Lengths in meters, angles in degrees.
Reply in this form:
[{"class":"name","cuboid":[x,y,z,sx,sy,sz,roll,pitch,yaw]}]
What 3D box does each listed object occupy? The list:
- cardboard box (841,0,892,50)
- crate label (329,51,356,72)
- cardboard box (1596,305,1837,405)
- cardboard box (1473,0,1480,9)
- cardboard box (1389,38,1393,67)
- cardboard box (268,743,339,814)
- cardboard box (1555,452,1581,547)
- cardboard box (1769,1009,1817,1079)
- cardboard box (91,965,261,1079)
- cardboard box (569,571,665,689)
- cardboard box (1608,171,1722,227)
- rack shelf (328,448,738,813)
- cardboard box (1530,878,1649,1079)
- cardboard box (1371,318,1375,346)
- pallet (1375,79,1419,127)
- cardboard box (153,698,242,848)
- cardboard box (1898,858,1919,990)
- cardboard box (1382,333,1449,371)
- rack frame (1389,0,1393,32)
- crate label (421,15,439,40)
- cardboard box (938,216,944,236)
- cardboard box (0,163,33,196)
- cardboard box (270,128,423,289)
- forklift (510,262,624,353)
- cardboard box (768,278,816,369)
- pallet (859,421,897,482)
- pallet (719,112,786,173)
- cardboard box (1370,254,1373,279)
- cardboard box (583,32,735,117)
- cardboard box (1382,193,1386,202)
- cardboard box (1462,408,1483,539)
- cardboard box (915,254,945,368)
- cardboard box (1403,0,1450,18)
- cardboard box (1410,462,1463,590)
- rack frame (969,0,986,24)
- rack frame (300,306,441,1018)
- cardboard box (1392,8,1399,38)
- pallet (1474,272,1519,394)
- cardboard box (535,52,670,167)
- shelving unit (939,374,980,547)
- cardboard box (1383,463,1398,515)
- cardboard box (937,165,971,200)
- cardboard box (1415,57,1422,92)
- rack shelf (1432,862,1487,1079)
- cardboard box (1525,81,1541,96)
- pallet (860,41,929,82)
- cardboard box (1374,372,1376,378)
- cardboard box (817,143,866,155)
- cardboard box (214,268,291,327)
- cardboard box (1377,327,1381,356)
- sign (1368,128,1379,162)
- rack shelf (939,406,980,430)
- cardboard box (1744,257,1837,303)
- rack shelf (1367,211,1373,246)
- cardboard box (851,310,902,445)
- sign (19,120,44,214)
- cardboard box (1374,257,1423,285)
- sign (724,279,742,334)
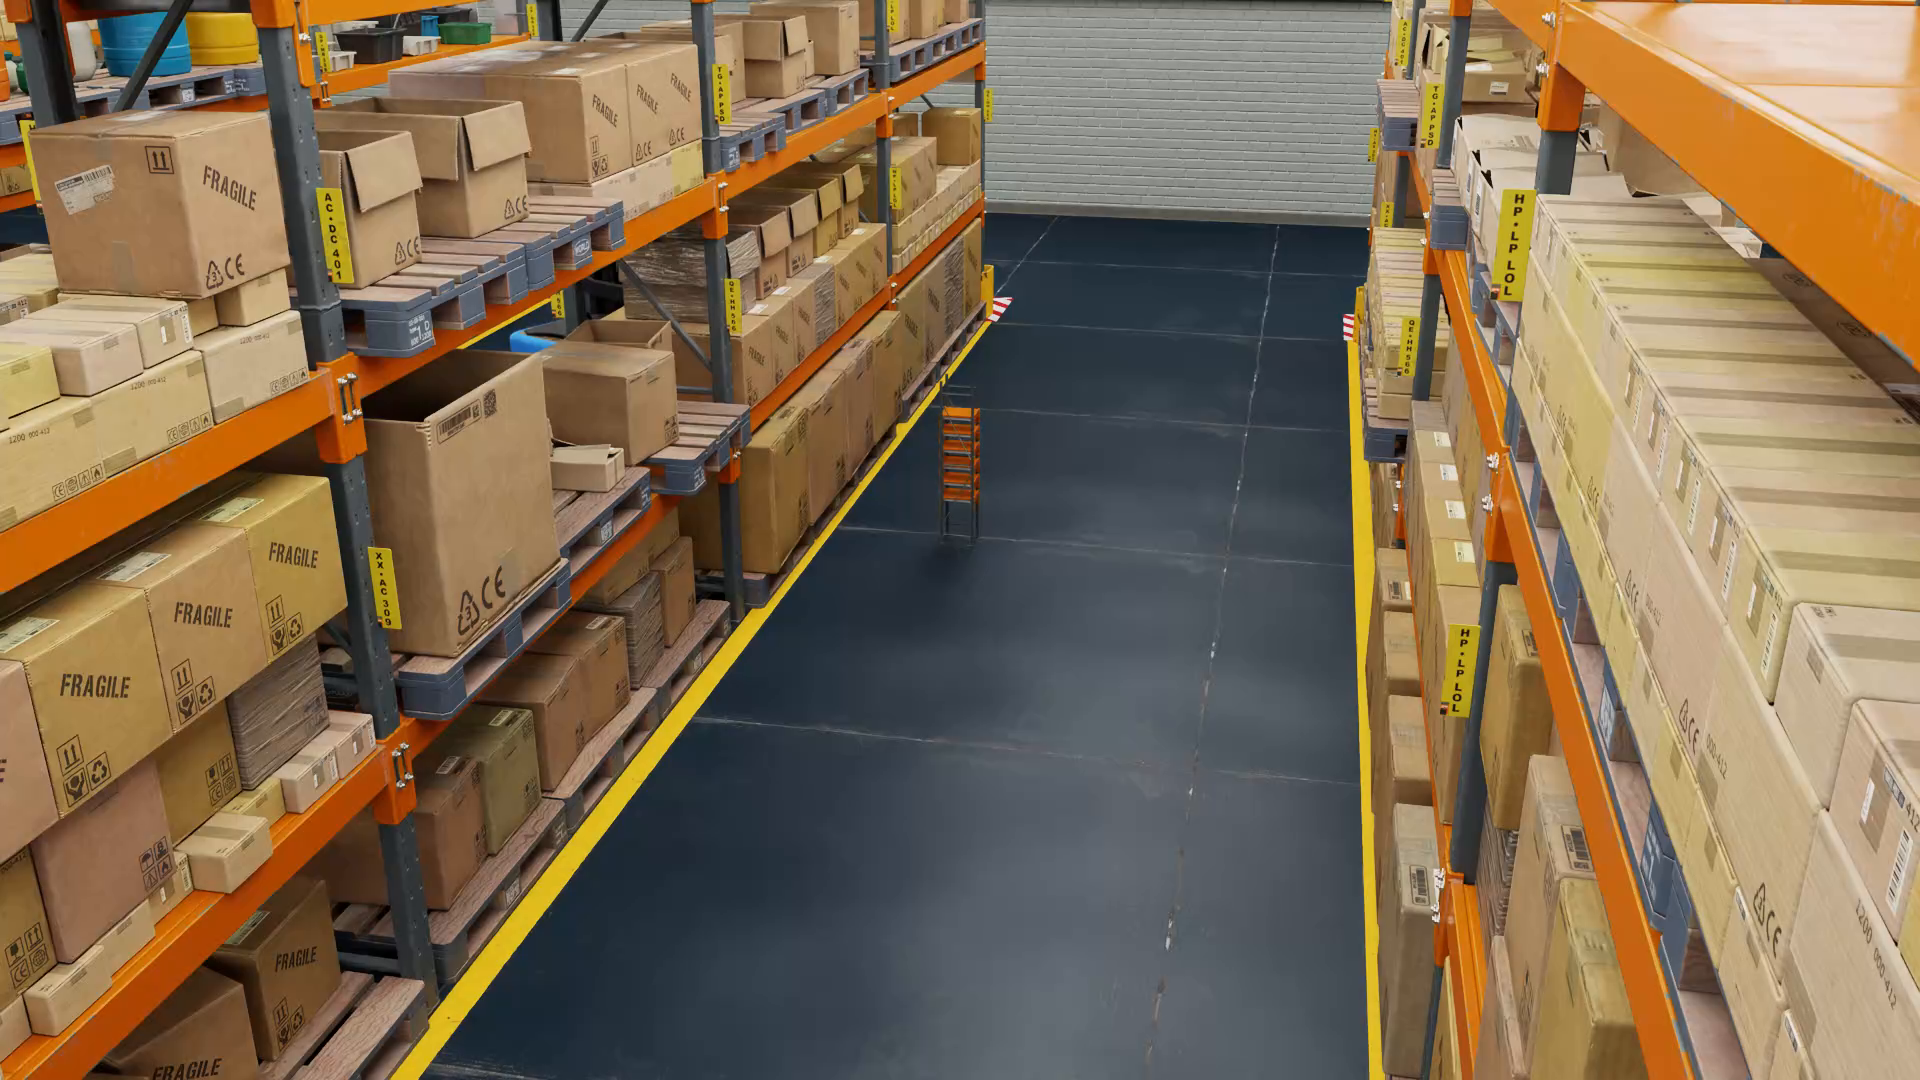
[{"class":"cardboard box","cuboid":[-0.958,-4.351,13.797,0.700,0.500,0.500,3,22,8]},{"class":"crate label","cuboid":[-5.524,-4.185,14.567,0.293,0.136,0.466,4,22,11]},{"class":"cardboard box","cuboid":[1.479,-0.354,3.274,0.380,0.149,0.250,4,22,11]},{"class":"cardboard box","cuboid":[4.429,-4.367,13.663,0.380,0.149,0.250,4,22,9]},{"class":"cardboard box","cuboid":[4.139,-4.414,14.984,0.500,0.250,0.500,5,23,13]},{"class":"cardboard box","cuboid":[-2.507,0.853,6.057,0.380,0.149,0.250,4,22,11]},{"class":"cardboard box","cuboid":[1.531,-0.077,3.655,0.380,0.149,0.250,4,22,10]},{"class":"cardboard box","cuboid":[1.116,0.667,1.808,0.380,0.149,0.250,5,22,11]},{"class":"cardboard box","cuboid":[-2.921,1.863,5.998,0.500,0.500,0.500,12,25,28]},{"class":"cardboard box","cuboid":[-2.092,0.487,9.385,0.700,0.500,0.500,3,22,6]},{"class":"cardboard box","cuboid":[2.733,-1.279,6.482,0.396,0.266,0.258,4,22,11]},{"class":"rack shelf","cuboid":[-2.283,0.147,8.437,1.077,0.370,4.000,4,22,11]},{"class":"cardboard box","cuboid":[1.692,1.113,3.429,0.875,0.550,0.500,4,22,11]},{"class":"cardboard box","cuboid":[2.930,-1.366,11.003,0.380,0.149,0.250,3,22,8]},{"class":"pallet","cuboid":[3.546,-3.053,11.655,1.213,0.211,1.003,4,22,11]},{"class":"cardboard box","cuboid":[-2.980,0.700,5.568,0.875,0.500,0.500,4,22,11]},{"class":"cardboard box","cuboid":[1.064,0.388,1.434,0.380,0.149,0.250,5,22,11]},{"class":"cardboard box","cuboid":[2.612,-1.072,9.477,0.380,0.149,0.250,4,22,9]},{"class":"rack frame","cuboid":[4.593,-6.212,15.232,1.000,3.000,0.127,4,22,11]},{"class":"crate label","cuboid":[-5.596,-5.231,17.012,0.408,0.251,0.502,4,22,11]},{"class":"cardboard box","cuboid":[-0.356,-2.918,15.419,0.380,0.149,0.250,4,22,9]},{"class":"cardboard box","cuboid":[-10.077,-3.906,17.403,0.500,0.500,0.500,4,22,10]},{"class":"cardboard box","cuboid":[-2.498,-1.254,6.236,0.797,0.503,0.637,3,22,8]},{"class":"forklift","cuboid":[-2.250,-2.316,13.682,1.130,2.935,3.031,16,27,34]},{"class":"cardboard box","cuboid":[-1.305,-1.498,11.424,0.500,0.500,0.500,4,22,10]},{"class":"pallet","cuboid":[-1.142,-0.800,13.557,1.003,0.211,1.213,4,22,11]},{"class":"pallet","cuboid":[-1.795,-2.462,10.188,1.213,0.211,1.003,6,23,13]},{"class":"cardboard box","cuboid":[3.195,-1.978,12.127,0.380,0.149,0.250,4,22,10]},{"class":"cardboard box","cuboid":[-1.821,-2.781,10.028,0.797,0.503,0.637,6,23,14]},{"class":"cardboard box","cuboid":[3.706,-2.539,13.610,0.500,0.500,0.500,4,22,9]},{"class":"cardboard box","cuboid":[2.551,-0.290,7.087,0.700,0.500,0.500,4,22,10]},{"class":"cardboard box","cuboid":[-0.662,-2.155,15.471,0.875,0.875,0.875,4,22,11]},{"class":"cardboard box","cuboid":[3.811,-4.315,13.535,0.380,0.149,0.250,4,22,11]},{"class":"cardboard box","cuboid":[2.400,-0.035,7.793,0.500,0.500,0.500,4,22,11]},{"class":"rack frame","cuboid":[-0.242,-6.627,16.263,1.000,3.000,0.127,4,22,11]},{"class":"rack frame","cuboid":[-2.691,0.545,6.486,1.000,3.000,0.127,4,22,11]},{"class":"cardboard box","cuboid":[4.029,-4.467,14.447,0.500,0.250,0.500,5,22,12]},{"class":"pallet","cuboid":[2.283,-0.682,5.773,0.805,0.209,1.217,4,22,9]},{"class":"cardboard box","cuboid":[-1.821,-2.206,8.498,0.500,0.500,0.500,4,22,11]},{"class":"shelving unit","cuboid":[-0.003,-0.551,11.616,0.258,1.200,0.189,4,22,11]},{"class":"cardboard box","cuboid":[2.936,-0.342,10.468,0.500,0.250,0.500,5,22,12]},{"class":"cardboard box","cuboid":[-0.185,-3.530,16.405,0.500,0.250,0.500,4,22,10]},{"class":"cardboard box","cuboid":[3.391,-3.205,11.339,0.500,0.311,0.500,4,22,10]},{"class":"rack shelf","cuboid":[1.736,2.025,3.774,1.077,0.370,4.000,4,22,11]},{"class":"cardboard box","cuboid":[3.432,-2.313,9.433,0.500,0.500,0.500,4,22,11]},{"class":"pallet","cuboid":[-0.881,-4.030,13.948,1.003,0.211,1.213,4,22,11]},{"class":"cardboard box","cuboid":[3.608,-1.361,13.675,0.380,0.149,0.250,5,22,12]},{"class":"cardboard box","cuboid":[-1.120,-3.169,14.506,0.500,0.500,0.500,5,22,11]},{"class":"cardboard box","cuboid":[-2.474,-0.821,5.530,0.380,0.149,0.250,5,23,13]},{"class":"cardboard box","cuboid":[2.771,-1.221,10.245,0.380,0.149,0.250,5,22,11]},{"class":"sign","cuboid":[4.062,-3.872,16.294,0.100,0.325,0.005,4,22,11]},{"class":"rack shelf","cuboid":[-0.003,-0.844,11.498,0.258,0.103,0.180,4,22,11]},{"class":"cardboard box","cuboid":[2.295,-0.542,4.275,0.500,0.250,0.500,4,22,10]},{"class":"rack shelf","cuboid":[4.185,-2.364,14.671,1.077,0.370,4.000,4,22,11]},{"class":"cardboard box","cuboid":[-1.169,-1.355,13.484,1.225,0.875,0.875,5,22,11]},{"class":"sign","cuboid":[-3.235,-1.310,5.858,0.100,0.325,0.005,4,22,11]},{"class":"cardboard box","cuboid":[3.035,-1.831,11.362,0.380,0.149,0.250,4,22,10]},{"class":"sign","cuboid":[-1.341,-1.381,9.823,0.100,0.325,0.005,4,22,11]}]
